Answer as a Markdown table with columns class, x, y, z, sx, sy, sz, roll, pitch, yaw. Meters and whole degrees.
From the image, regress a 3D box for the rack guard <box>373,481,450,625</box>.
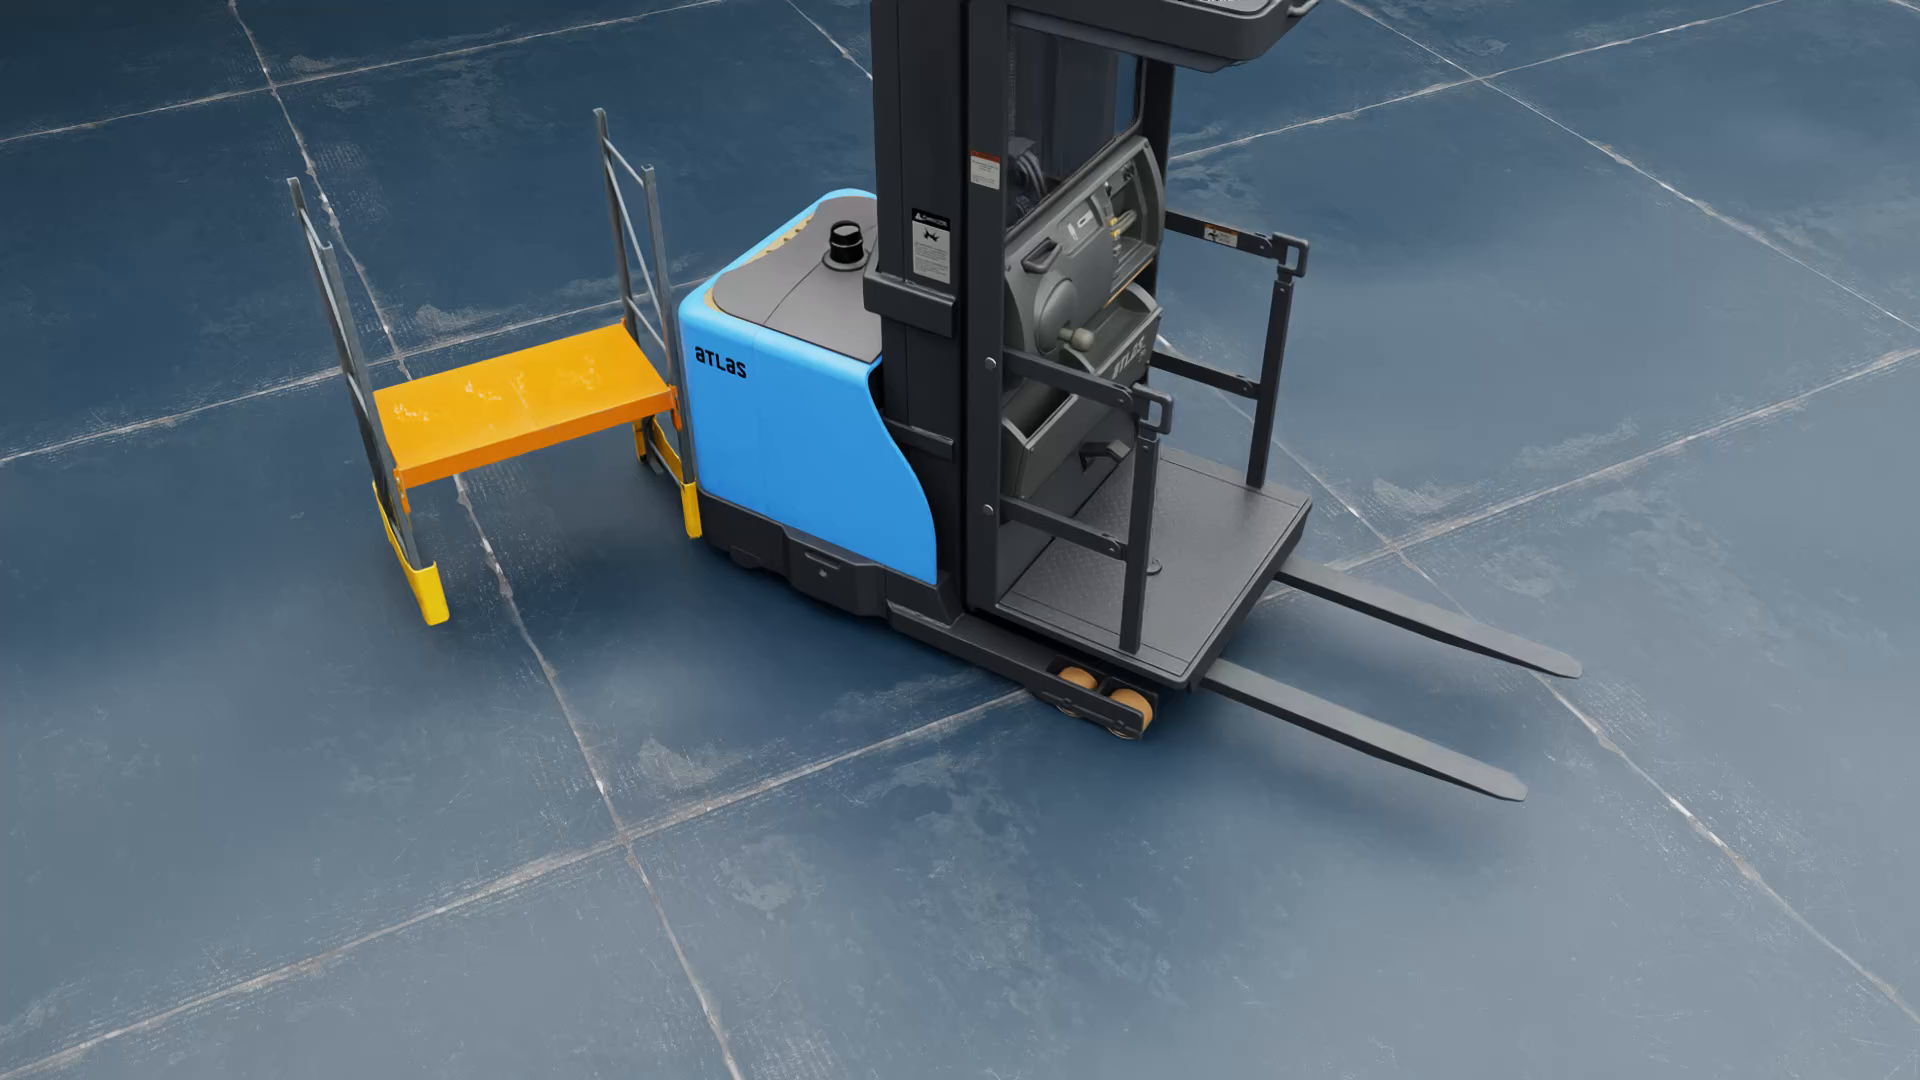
| class | x | y | z | sx | sy | sz | roll | pitch | yaw |
| --- | --- | --- | --- | --- | --- | --- | --- | --- | --- |
| rack guard | -1.989 | 0.033 | 6.018 | 0.087 | 0.250 | 0.587 | -20 | 44 | -22 |

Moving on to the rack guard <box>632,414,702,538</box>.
| class | x | y | z | sx | sy | sz | roll | pitch | yaw |
| --- | --- | --- | --- | --- | --- | --- | --- | --- | --- |
| rack guard | -1.117 | -0.278 | 6.385 | 0.087 | 0.250 | 0.587 | -20 | 44 | -22 |

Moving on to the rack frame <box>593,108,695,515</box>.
| class | x | y | z | sx | sy | sz | roll | pitch | yaw |
| --- | --- | --- | --- | --- | --- | --- | --- | --- | --- |
| rack frame | -1.115 | -0.756 | 5.982 | 0.032 | 1.500 | 0.500 | -20 | 44 | -22 |

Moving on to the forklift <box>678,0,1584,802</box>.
| class | x | y | z | sx | sy | sz | roll | pitch | yaw |
| --- | --- | --- | --- | --- | --- | --- | --- | --- | --- |
| forklift | 0.568 | -0.858 | 4.996 | 3.031 | 2.935 | 1.130 | 21 | 45 | 23 |

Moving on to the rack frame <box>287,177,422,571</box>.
| class | x | y | z | sx | sy | sz | roll | pitch | yaw |
| --- | --- | --- | --- | --- | --- | --- | --- | --- | --- |
| rack frame | -2.006 | -0.438 | 5.607 | 0.032 | 1.500 | 0.500 | -20 | 44 | -22 |

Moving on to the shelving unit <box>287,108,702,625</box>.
| class | x | y | z | sx | sy | sz | roll | pitch | yaw |
| --- | --- | --- | --- | --- | --- | --- | --- | --- | --- |
| shelving unit | -1.553 | -0.600 | 5.798 | 1.083 | 1.500 | 0.587 | -20 | 44 | -22 |

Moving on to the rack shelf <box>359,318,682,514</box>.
| class | x | y | z | sx | sy | sz | roll | pitch | yaw |
| --- | --- | --- | --- | --- | --- | --- | --- | --- | --- |
| rack shelf | -1.560 | -0.460 | 5.911 | 1.000 | 0.185 | 0.538 | -20 | 44 | -22 |
